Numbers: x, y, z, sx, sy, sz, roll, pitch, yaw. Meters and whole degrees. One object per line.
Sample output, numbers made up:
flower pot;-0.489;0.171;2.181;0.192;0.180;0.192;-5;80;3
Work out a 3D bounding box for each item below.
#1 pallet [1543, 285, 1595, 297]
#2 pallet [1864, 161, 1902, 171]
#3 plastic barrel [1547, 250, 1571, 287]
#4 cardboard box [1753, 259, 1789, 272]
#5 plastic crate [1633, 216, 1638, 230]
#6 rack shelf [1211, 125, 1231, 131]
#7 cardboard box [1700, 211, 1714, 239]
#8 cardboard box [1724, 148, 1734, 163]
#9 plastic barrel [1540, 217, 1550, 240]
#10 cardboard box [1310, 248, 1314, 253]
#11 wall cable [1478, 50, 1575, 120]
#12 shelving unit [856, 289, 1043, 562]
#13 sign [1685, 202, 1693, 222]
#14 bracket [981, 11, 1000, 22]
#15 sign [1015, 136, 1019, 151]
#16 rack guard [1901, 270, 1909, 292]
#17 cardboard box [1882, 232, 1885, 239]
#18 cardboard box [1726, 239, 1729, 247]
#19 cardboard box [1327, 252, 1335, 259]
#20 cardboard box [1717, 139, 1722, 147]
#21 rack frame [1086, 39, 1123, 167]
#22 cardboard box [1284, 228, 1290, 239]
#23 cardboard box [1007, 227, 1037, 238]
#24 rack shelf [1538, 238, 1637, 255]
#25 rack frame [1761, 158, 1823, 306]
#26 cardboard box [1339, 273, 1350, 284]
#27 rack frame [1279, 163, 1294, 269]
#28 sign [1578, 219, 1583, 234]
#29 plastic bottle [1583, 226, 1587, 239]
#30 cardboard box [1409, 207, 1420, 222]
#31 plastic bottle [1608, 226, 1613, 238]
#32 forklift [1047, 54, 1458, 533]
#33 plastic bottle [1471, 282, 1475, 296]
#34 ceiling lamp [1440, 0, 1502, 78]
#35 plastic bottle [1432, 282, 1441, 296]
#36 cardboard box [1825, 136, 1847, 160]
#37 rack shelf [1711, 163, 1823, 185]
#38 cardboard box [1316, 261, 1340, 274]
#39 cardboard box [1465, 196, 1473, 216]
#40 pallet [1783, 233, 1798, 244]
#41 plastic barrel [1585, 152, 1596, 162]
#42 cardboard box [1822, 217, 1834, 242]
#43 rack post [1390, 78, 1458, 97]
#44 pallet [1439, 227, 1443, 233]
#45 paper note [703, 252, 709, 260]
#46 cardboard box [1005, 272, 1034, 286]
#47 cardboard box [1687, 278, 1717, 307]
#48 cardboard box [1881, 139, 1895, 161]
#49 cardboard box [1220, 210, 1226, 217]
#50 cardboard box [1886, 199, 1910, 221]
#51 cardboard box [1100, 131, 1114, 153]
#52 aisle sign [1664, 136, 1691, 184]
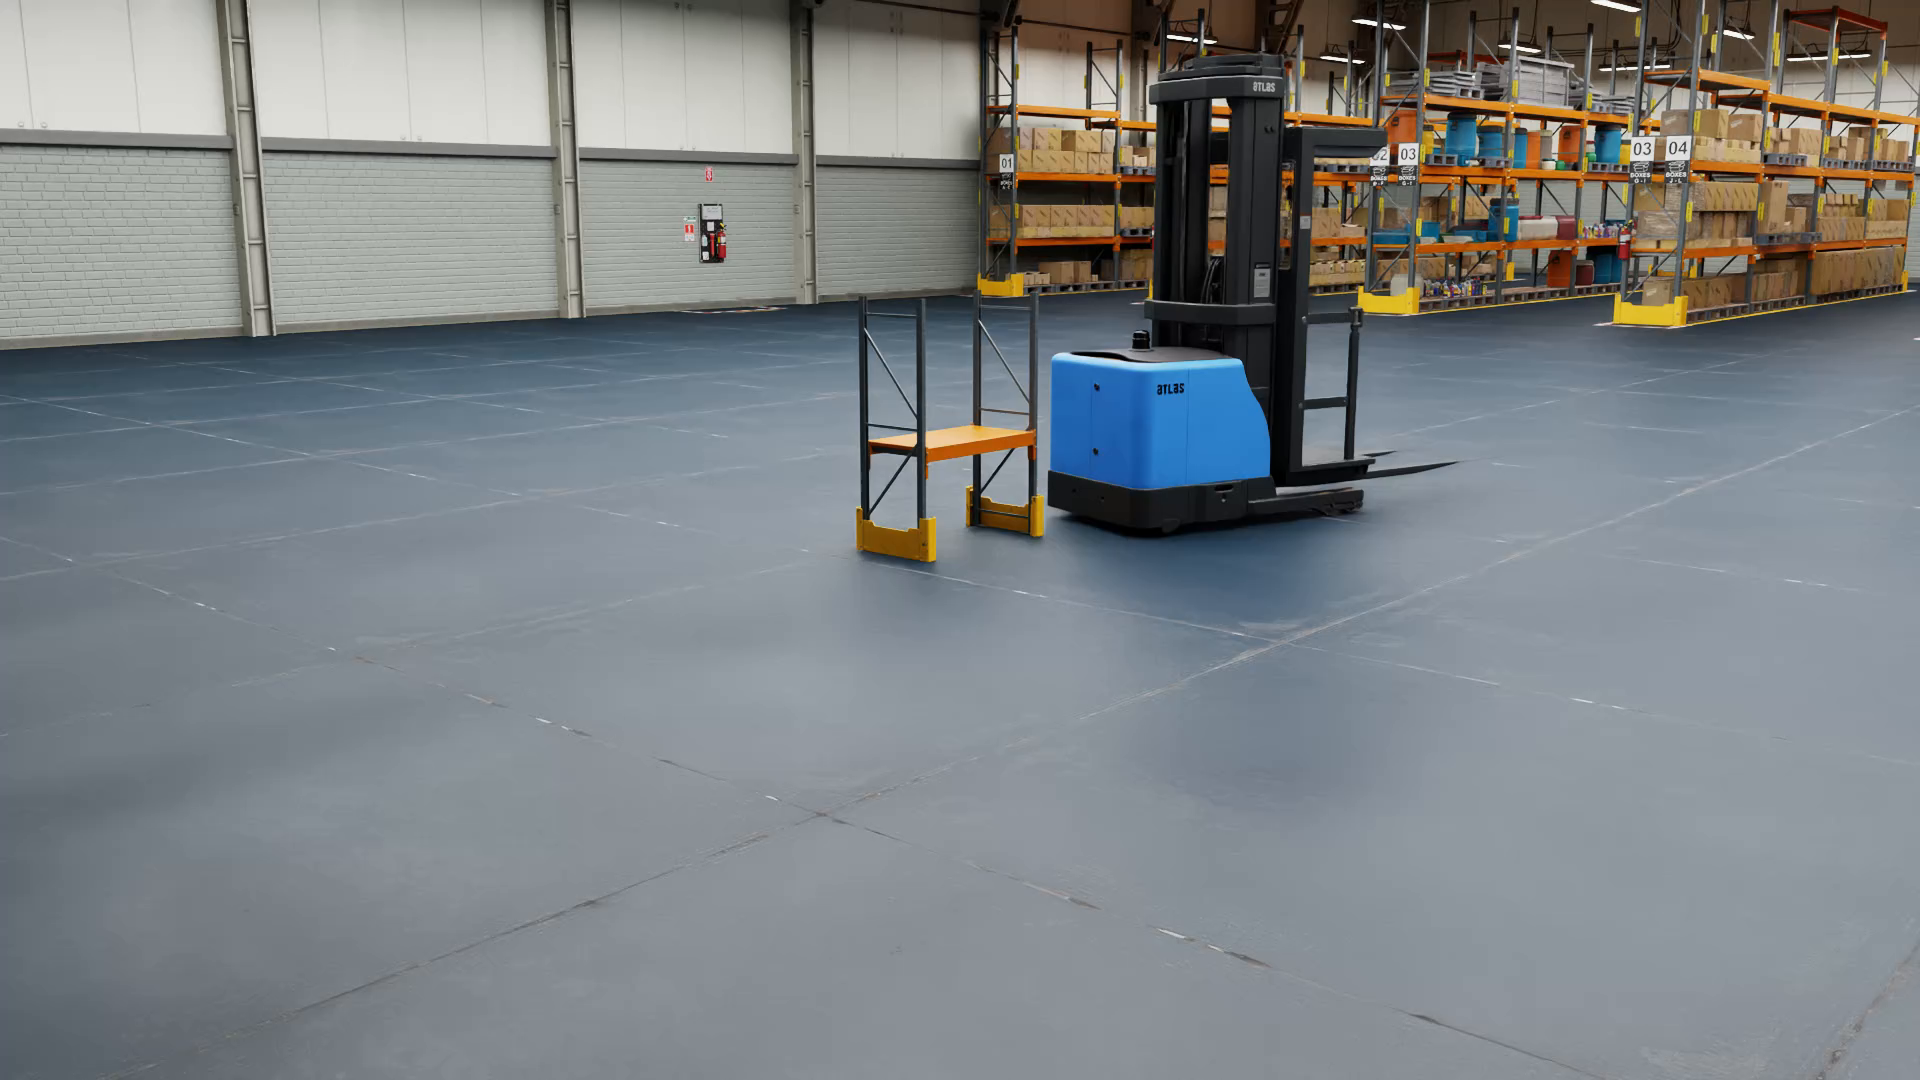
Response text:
pallet;14.097;-5.823;38.827;1.003;0.211;1.213;10;15;40
pallet;21.322;-8.743;38.892;1.003;0.211;1.213;10;15;40
plastic barrel;13.918;-6.285;38.489;0.600;0.830;0.708;10;15;40
cardboard box;16.566;-5.605;33.958;0.500;0.250;0.500;-10;15;-41
plastic crate;17.026;-7.817;41.376;0.402;0.464;0.583;10;15;40
rack shelf;7.486;-11.037;45.355;1.077;0.370;4.000;10;15;40
cardboard box;13.033;-5.681;29.982;0.875;0.500;0.500;10;15;40
cardboard box;13.565;-6.913;29.889;0.500;0.250;0.500;10;15;42
plastic barrel;12.811;-6.883;36.729;0.421;0.512;0.421;0;11;0
cardboard box;10.084;-8.437;48.450;0.380;0.149;0.250;9;15;39
wall cable;17.481;-13.859;51.658;3.097;2.526;0.112;10;15;40
shelving unit;-0.050;-0.724;10.008;0.587;1.500;1.083;10;15;40
sign;12.455;-5.606;28.412;0.100;0.325;0.005;10;15;40
bracket;0.690;-11.988;38.067;0.235;0.232;0.430;10;15;40
sign;1.293;-9.003;37.736;0.100;0.325;0.005;10;15;40
rack guard;22.625;-6.384;40.896;1.175;0.500;0.348;10;15;40
cardboard box;21.269;-7.085;38.669;0.380;0.149;0.250;10;15;41
cardboard box;13.904;-5.470;30.581;0.380;0.149;0.250;10;15;40
cardboard box;10.729;-8.318;49.507;0.700;0.500;0.500;10;15;40
cardboard box;13.287;-7.042;29.518;0.380;0.149;0.250;9;14;38
rack frame;3.525;-10.704;40.826;1.000;3.000;0.127;10;15;40
cardboard box;7.541;-7.126;38.615;0.500;0.250;0.500;11;16;44
cardboard box;1.446;-7.140;38.633;0.500;0.250;0.500;9;15;39
rack shelf;14.928;-7.011;39.490;1.077;0.370;4.000;10;15;40
rack frame;17.328;-6.429;34.740;1.000;3.000;0.127;10;15;40
cardboard box;9.053;-6.309;40.088;0.500;0.250;0.500;10;15;42
rack frame;7.249;-7.122;38.209;1.000;3.000;0.127;10;15;40
sign;14.026;-7.079;37.580;0.100;0.325;0.005;10;15;40
plastic bottle;14.387;-7.076;38.280;0.061;0.283;0.133;10;15;40
cardboard box;11.410;-8.286;42.710;0.700;0.500;0.500;6;13;26
plastic bottle;15.415;-7.315;39.495;0.152;0.276;0.135;10;15;40
forklift;2.098;-1.675;11.112;3.031;2.935;1.130;-7;13;-31
plastic bottle;10.556;-5.175;34.274;0.133;0.283;0.061;-11;16;-44
ceiling lamp;15.116;-15.400;49.436;2.000;3.185;0.800;10;15;40
plastic bottle;9.845;-5.190;34.368;0.152;0.276;0.135;10;15;40
cardboard box;18.661;-8.460;35.914;0.797;0.503;0.637;10;15;40
rack shelf;16.008;-7.253;33.044;1.077;0.370;4.000;10;15;40
cardboard box;8.723;-6.509;39.659;0.500;0.311;0.500;10;15;42
cardboard box;13.392;-8.947;44.540;0.500;0.500;0.500;9;15;39
pallet;16.052;-6.038;33.274;1.003;0.211;1.213;10;15;40
plastic barrel;14.480;-8.796;38.259;0.294;0.245;0.294;0;11;0
cardboard box;18.192;-6.590;35.294;0.500;0.500;0.500;9;15;39
rack post;8.921;-8.684;31.989;0.954;0.300;0.937;-10;15;-41
pallet;11.920;-8.101;43.603;1.003;0.211;1.213;10;15;40
paper note;-5.092;-5.697;33.327;0.016;0.148;0.142;10;15;40
cardboard box;1.409;-6.161;39.138;0.500;0.311;0.500;8;14;34
cardboard box;13.670;-4.580;30.794;0.500;0.500;0.500;8;14;35
cardboard box;21.250;-9.052;38.634;0.700;0.500;0.500;11;15;43
cardboard box;5.535;-7.043;35.903;0.380;0.149;0.250;9;15;39
cardboard box;22.485;-7.940;40.016;0.500;0.500;0.500;10;15;41
cardboard box;3.398;-9.673;40.465;0.500;0.500;0.500;8;14;36
aisle sign;12.232;-6.479;28.353;0.394;0.787;0.004;10;15;40
